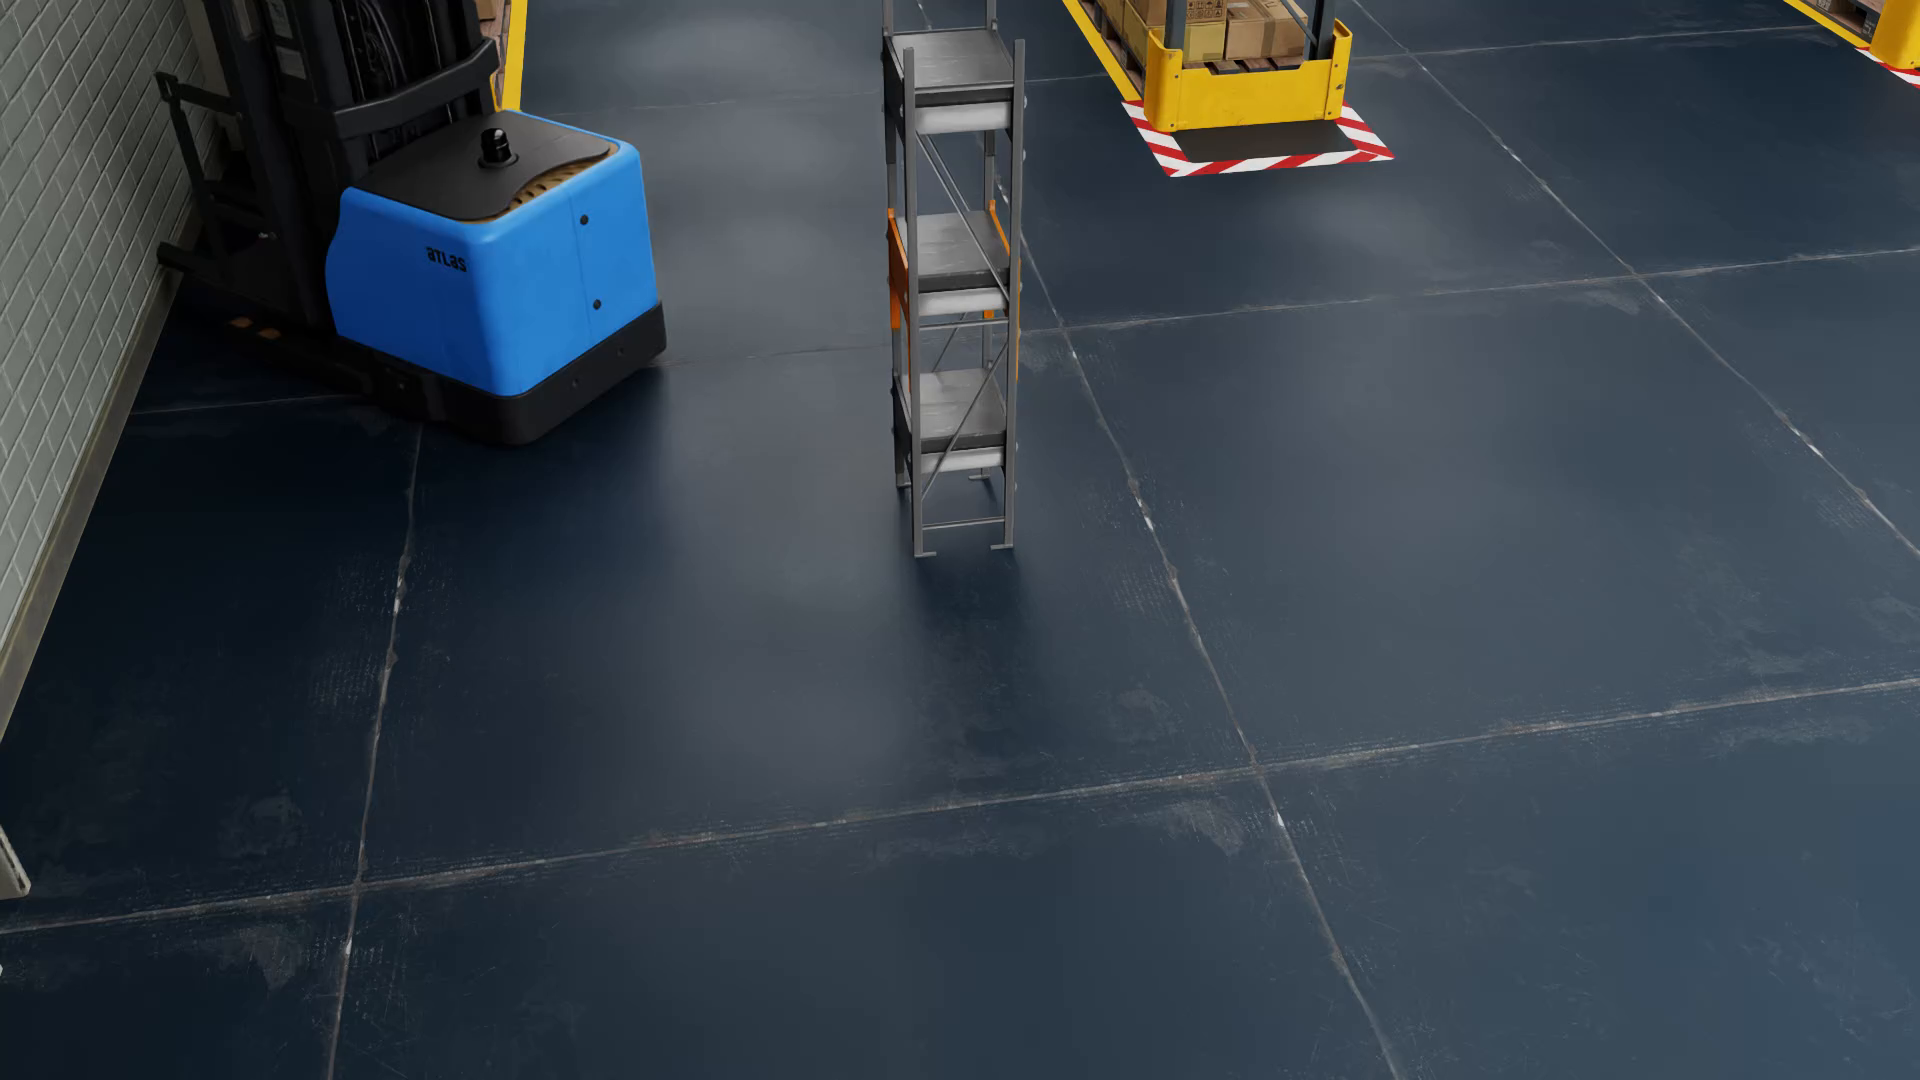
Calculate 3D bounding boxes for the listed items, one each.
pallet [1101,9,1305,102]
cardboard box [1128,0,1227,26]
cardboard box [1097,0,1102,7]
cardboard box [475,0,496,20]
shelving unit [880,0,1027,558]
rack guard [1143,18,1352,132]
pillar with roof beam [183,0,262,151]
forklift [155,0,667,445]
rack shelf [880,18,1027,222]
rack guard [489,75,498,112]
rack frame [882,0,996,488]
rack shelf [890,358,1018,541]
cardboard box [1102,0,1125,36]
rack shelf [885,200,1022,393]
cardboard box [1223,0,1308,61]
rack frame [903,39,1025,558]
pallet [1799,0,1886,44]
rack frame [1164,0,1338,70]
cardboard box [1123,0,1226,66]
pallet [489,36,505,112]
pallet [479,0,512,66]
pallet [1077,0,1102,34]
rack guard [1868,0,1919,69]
[{"bbox_3d":[1.527,-3.136,10.615,1.003,0.211,1.213,-6,38,-8],"label":"pallet"},{"bbox_3d":[1.315,-3.448,10.031,0.500,0.500,0.500,-6,38,-8],"label":"cardboard box"},{"bbox_3d":[1.128,-3.755,11.037,0.500,0.250,0.500,-6,38,-8],"label":"cardboard box"},{"bbox_3d":[-3.386,-3.652,10.685,0.700,0.500,0.500,-9,39,-11],"label":"cardboard box"},{"bbox_3d":[-0.029,-0.929,6.235,0.431,2.100,0.503,-6,38,-8],"label":"shelving unit"},{"bbox_3d":[1.706,-2.778,9.919,1.175,0.500,0.348,-6,38,-8],"label":"rack guard"},{"bbox_3d":[0.090,-6.407,7.662,9.100,9.000,0.400,-6,38,-8],"label":"pillar with roof beam"},{"bbox_3d":[-2.901,-2.242,7.247,3.031,2.935,1.130,20,42,24],"label":"forklift"},{"bbox_3d":[-0.029,-1.471,5.813,0.431,0.518,0.480,-6,38,-8],"label":"rack shelf"},{"bbox_3d":[-3.187,-2.304,9.308,1.175,0.500,0.348,-6,38,-8],"label":"rack guard"},{"bbox_3d":[-0.072,-1.077,6.424,0.400,2.100,0.015,-6,38,-8],"label":"rack frame"},{"bbox_3d":[-0.029,-0.366,6.672,0.431,0.518,0.480,-6,38,-8],"label":"rack shelf"},{"bbox_3d":[1.218,-3.453,10.648,0.500,0.250,0.500,-6,38,-8],"label":"cardboard box"},{"bbox_3d":[-0.029,-0.918,6.243,0.431,0.518,0.480,-6,38,-8],"label":"rack shelf"},{"bbox_3d":[1.827,-3.208,10.333,0.500,0.250,0.500,-6,38,-8],"label":"cardboard box"},{"bbox_3d":[0.014,-0.782,6.045,0.400,2.100,0.015,-6,38,-8],"label":"rack frame"},{"bbox_3d":[6.383,-3.741,11.394,1.003,0.211,1.213,-6,38,-8],"label":"pallet"},{"bbox_3d":[1.702,-3.780,9.171,1.000,3.000,0.127,-6,38,-8],"label":"rack frame"},{"bbox_3d":[1.317,-3.152,10.261,0.500,0.250,0.500,-6,38,-8],"label":"cardboard box"},{"bbox_3d":[-3.295,-2.684,10.033,1.003,0.211,1.213,-6,38,-8],"label":"pallet"},{"bbox_3d":[-3.506,-3.420,10.980,1.003,0.211,1.213,-6,38,-8],"label":"pallet"},{"bbox_3d":[1.316,-3.872,11.561,1.003,0.211,1.213,-6,38,-8],"label":"pallet"},{"bbox_3d":[6.520,-3.364,10.673,1.175,0.500,0.348,-6,38,-8],"label":"rack guard"}]
